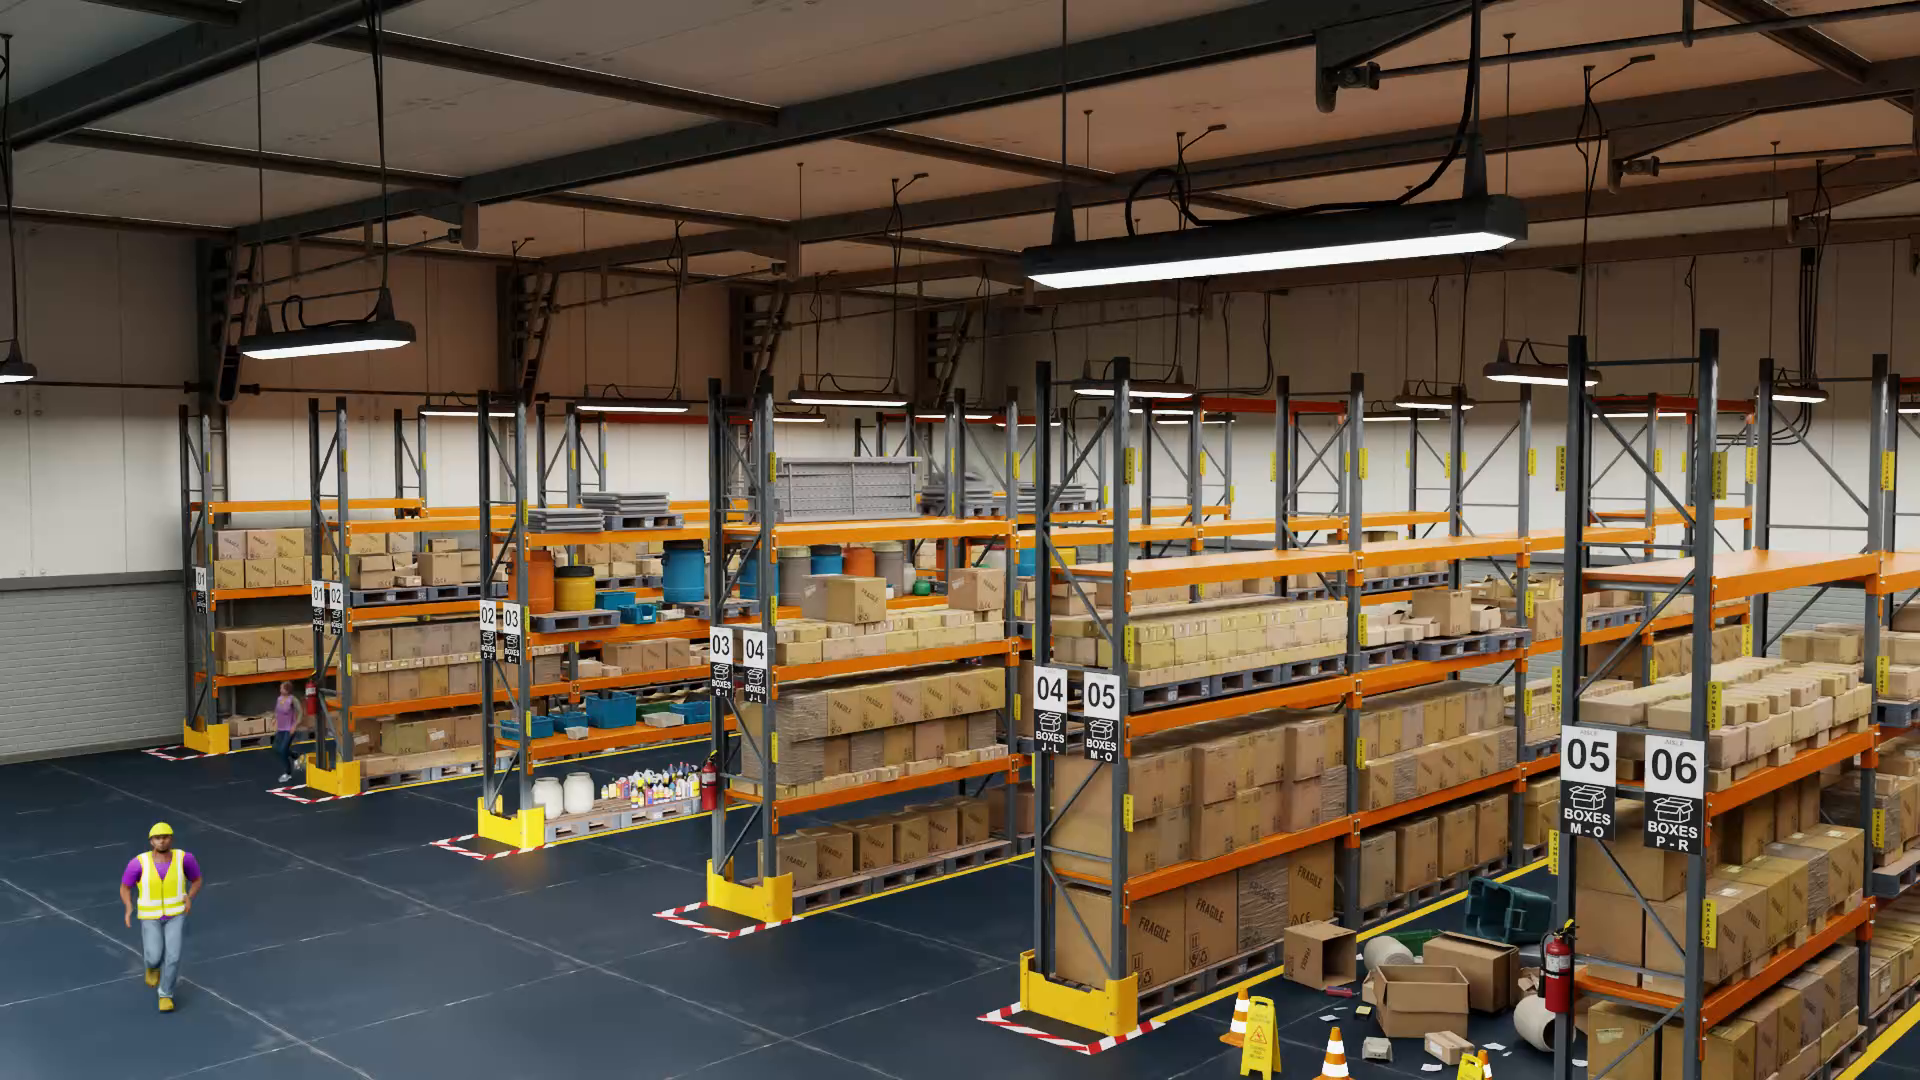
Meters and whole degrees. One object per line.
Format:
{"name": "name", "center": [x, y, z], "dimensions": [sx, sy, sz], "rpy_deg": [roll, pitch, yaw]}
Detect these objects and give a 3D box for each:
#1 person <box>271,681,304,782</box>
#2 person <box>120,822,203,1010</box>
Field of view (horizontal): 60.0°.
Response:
{"name": "person", "center": [-10.613, 3.012, 26.315], "dimensions": [0.573, 1.573, 0.509], "rpy_deg": [2, 3, 29]}
{"name": "person", "center": [-7.431, 3.489, 15.514], "dimensions": [0.702, 1.721, 0.537], "rpy_deg": [-2, 3, -29]}
